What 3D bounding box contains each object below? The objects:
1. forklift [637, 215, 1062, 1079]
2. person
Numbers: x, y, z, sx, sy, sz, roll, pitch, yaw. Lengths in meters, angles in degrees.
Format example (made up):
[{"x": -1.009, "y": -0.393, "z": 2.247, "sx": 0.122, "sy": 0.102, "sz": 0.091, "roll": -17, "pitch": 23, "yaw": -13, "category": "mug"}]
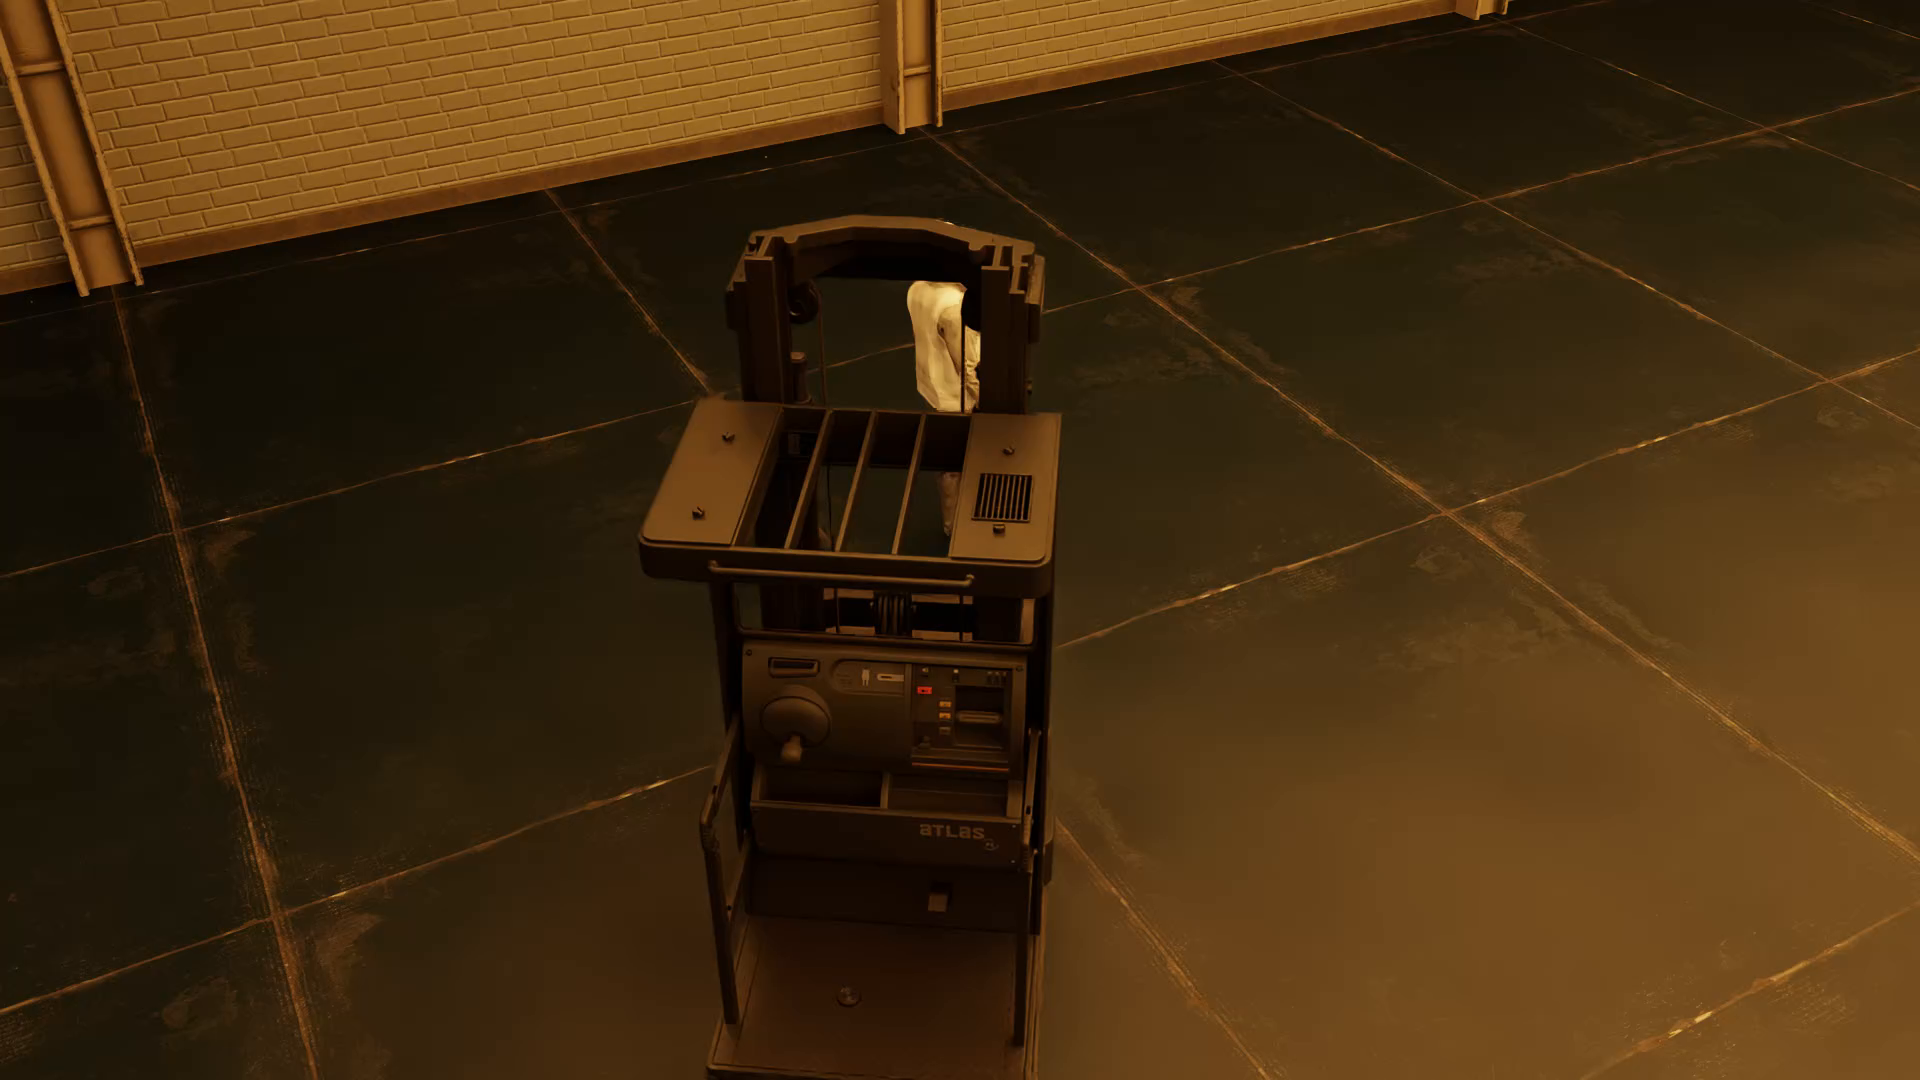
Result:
[{"x": -0.268, "y": 0.613, "z": 5.256, "sx": 1.130, "sy": 2.935, "sz": 3.031, "roll": 3, "pitch": 35, "yaw": 4, "category": "forklift"}, {"x": 0.059, "y": -0.743, "z": 8.164, "sx": 0.568, "sy": 1.773, "sz": 0.632, "roll": -17, "pitch": 39, "yaw": -23, "category": "person"}]
